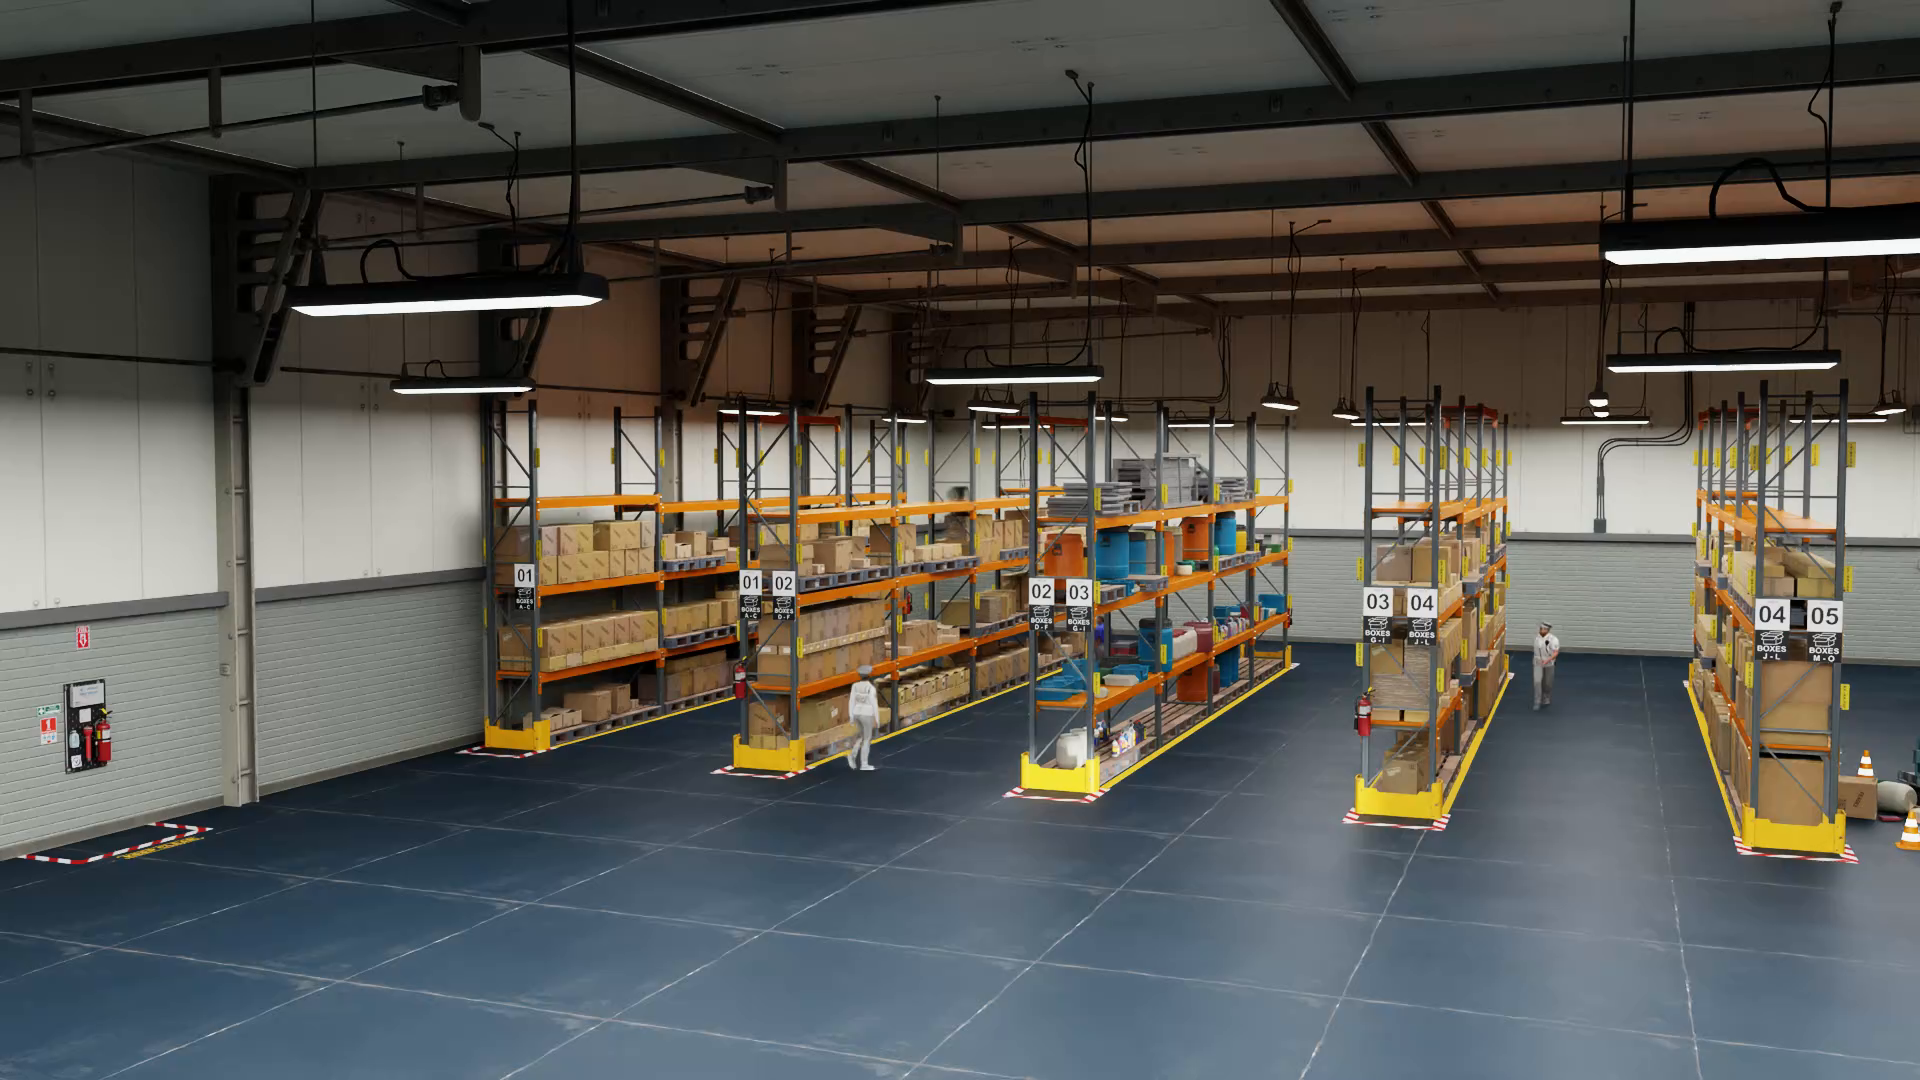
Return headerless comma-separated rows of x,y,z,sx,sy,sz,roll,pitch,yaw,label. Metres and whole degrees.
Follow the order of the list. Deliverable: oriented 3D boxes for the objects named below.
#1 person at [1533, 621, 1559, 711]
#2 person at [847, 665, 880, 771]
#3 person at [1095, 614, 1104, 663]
11.729,2.515,33.311,0.492,1.790,0.936,1,3,22,person
-1.538,2.836,26.543,0.447,1.686,0.502,-2,4,-39,person
3.034,2.403,35.812,0.362,1.664,0.453,2,3,29,person
